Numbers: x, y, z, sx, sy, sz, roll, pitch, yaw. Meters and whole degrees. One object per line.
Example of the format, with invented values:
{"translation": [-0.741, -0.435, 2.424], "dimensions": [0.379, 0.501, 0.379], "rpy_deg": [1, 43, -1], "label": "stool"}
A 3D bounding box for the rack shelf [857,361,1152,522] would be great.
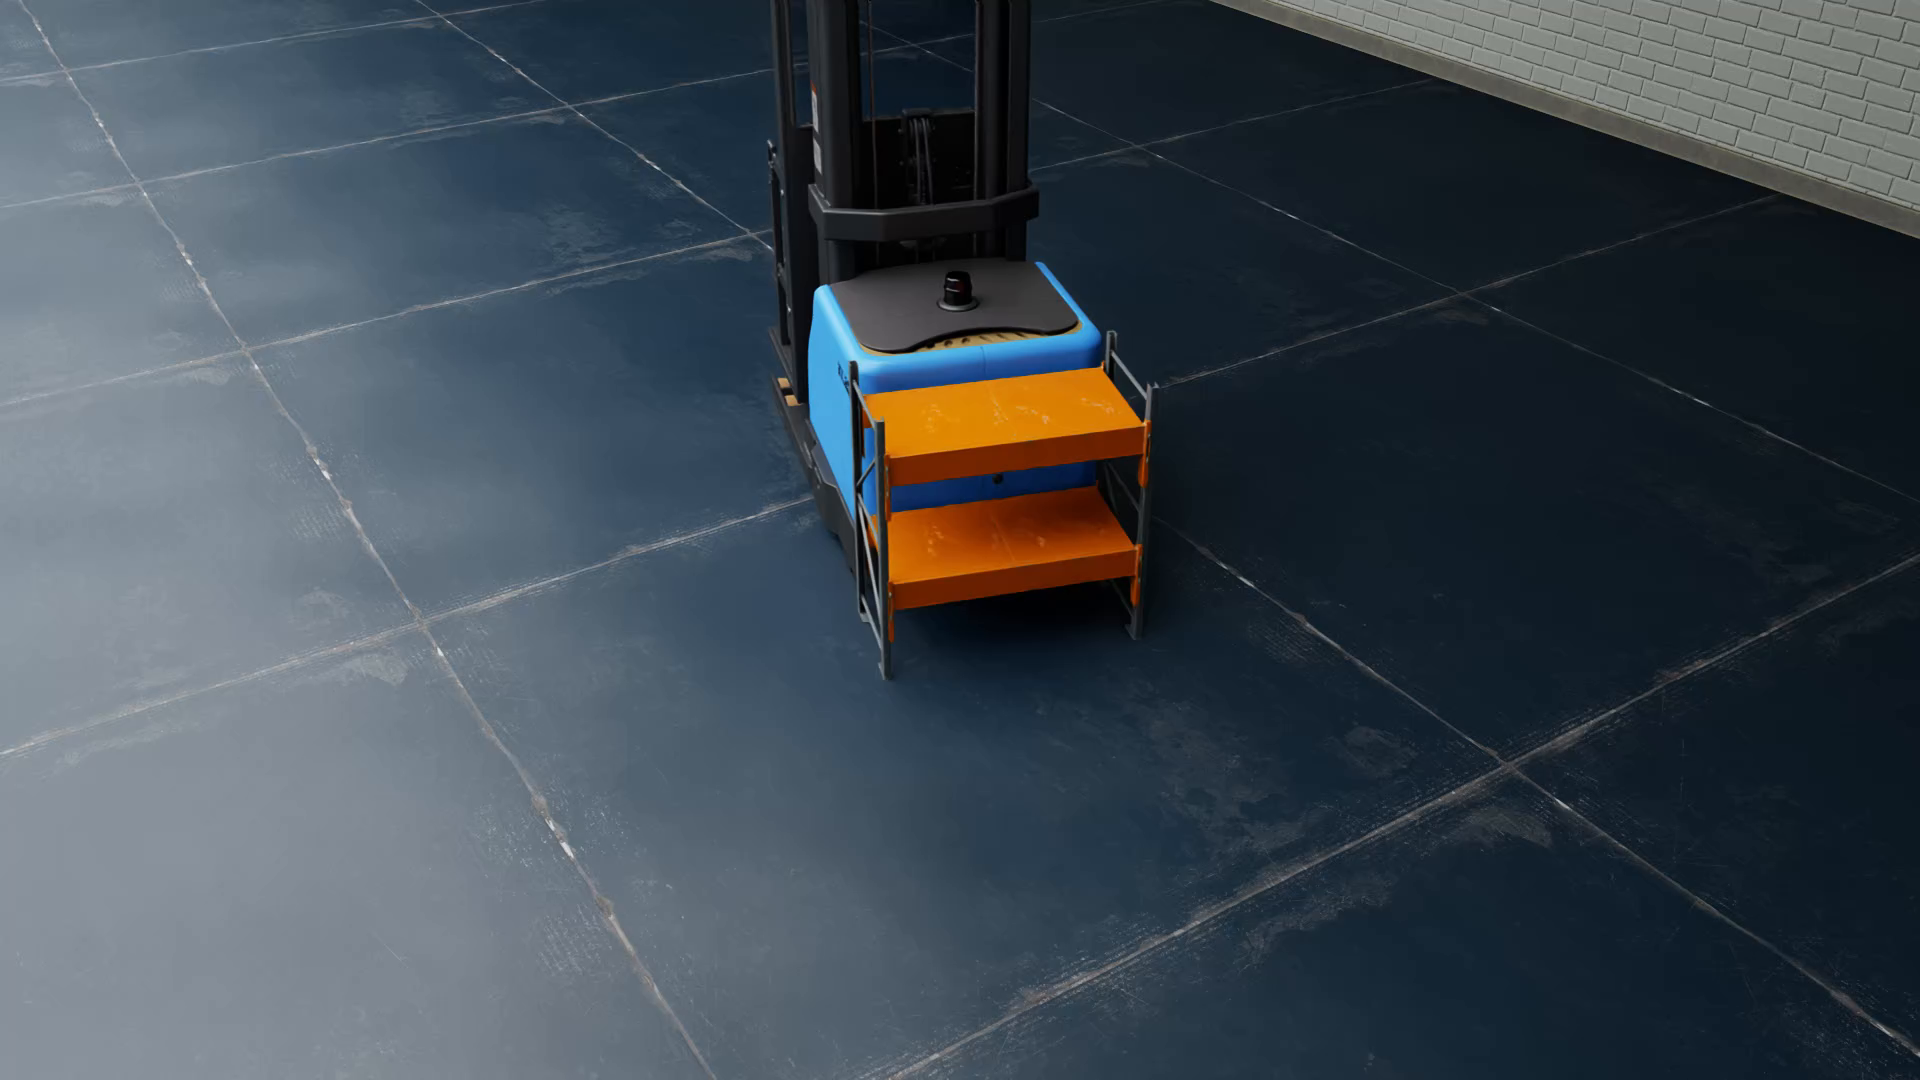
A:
{"translation": [0.152, -0.382, 6.252], "dimensions": [1.000, 0.278, 0.538], "rpy_deg": [-8, 33, -12], "label": "rack shelf"}

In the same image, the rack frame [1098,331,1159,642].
{"translation": [0.644, -0.203, 6.517], "dimensions": [0.032, 1.125, 0.500], "rpy_deg": [-8, 33, -12], "label": "rack frame"}

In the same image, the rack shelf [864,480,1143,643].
{"translation": [0.152, 0.073, 6.539], "dimensions": [1.000, 0.278, 0.538], "rpy_deg": [-8, 33, -12], "label": "rack shelf"}

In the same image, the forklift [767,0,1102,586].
{"translation": [-0.307, -1.829, 7.403], "dimensions": [1.130, 2.935, 3.031], "rpy_deg": [-8, 33, -13], "label": "forklift"}

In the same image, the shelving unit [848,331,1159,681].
{"translation": [0.152, -0.134, 6.408], "dimensions": [1.048, 1.125, 0.538], "rpy_deg": [-8, 33, -12], "label": "shelving unit"}

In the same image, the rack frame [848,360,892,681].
{"translation": [-0.340, -0.066, 6.300], "dimensions": [0.032, 1.125, 0.500], "rpy_deg": [-8, 33, -12], "label": "rack frame"}
